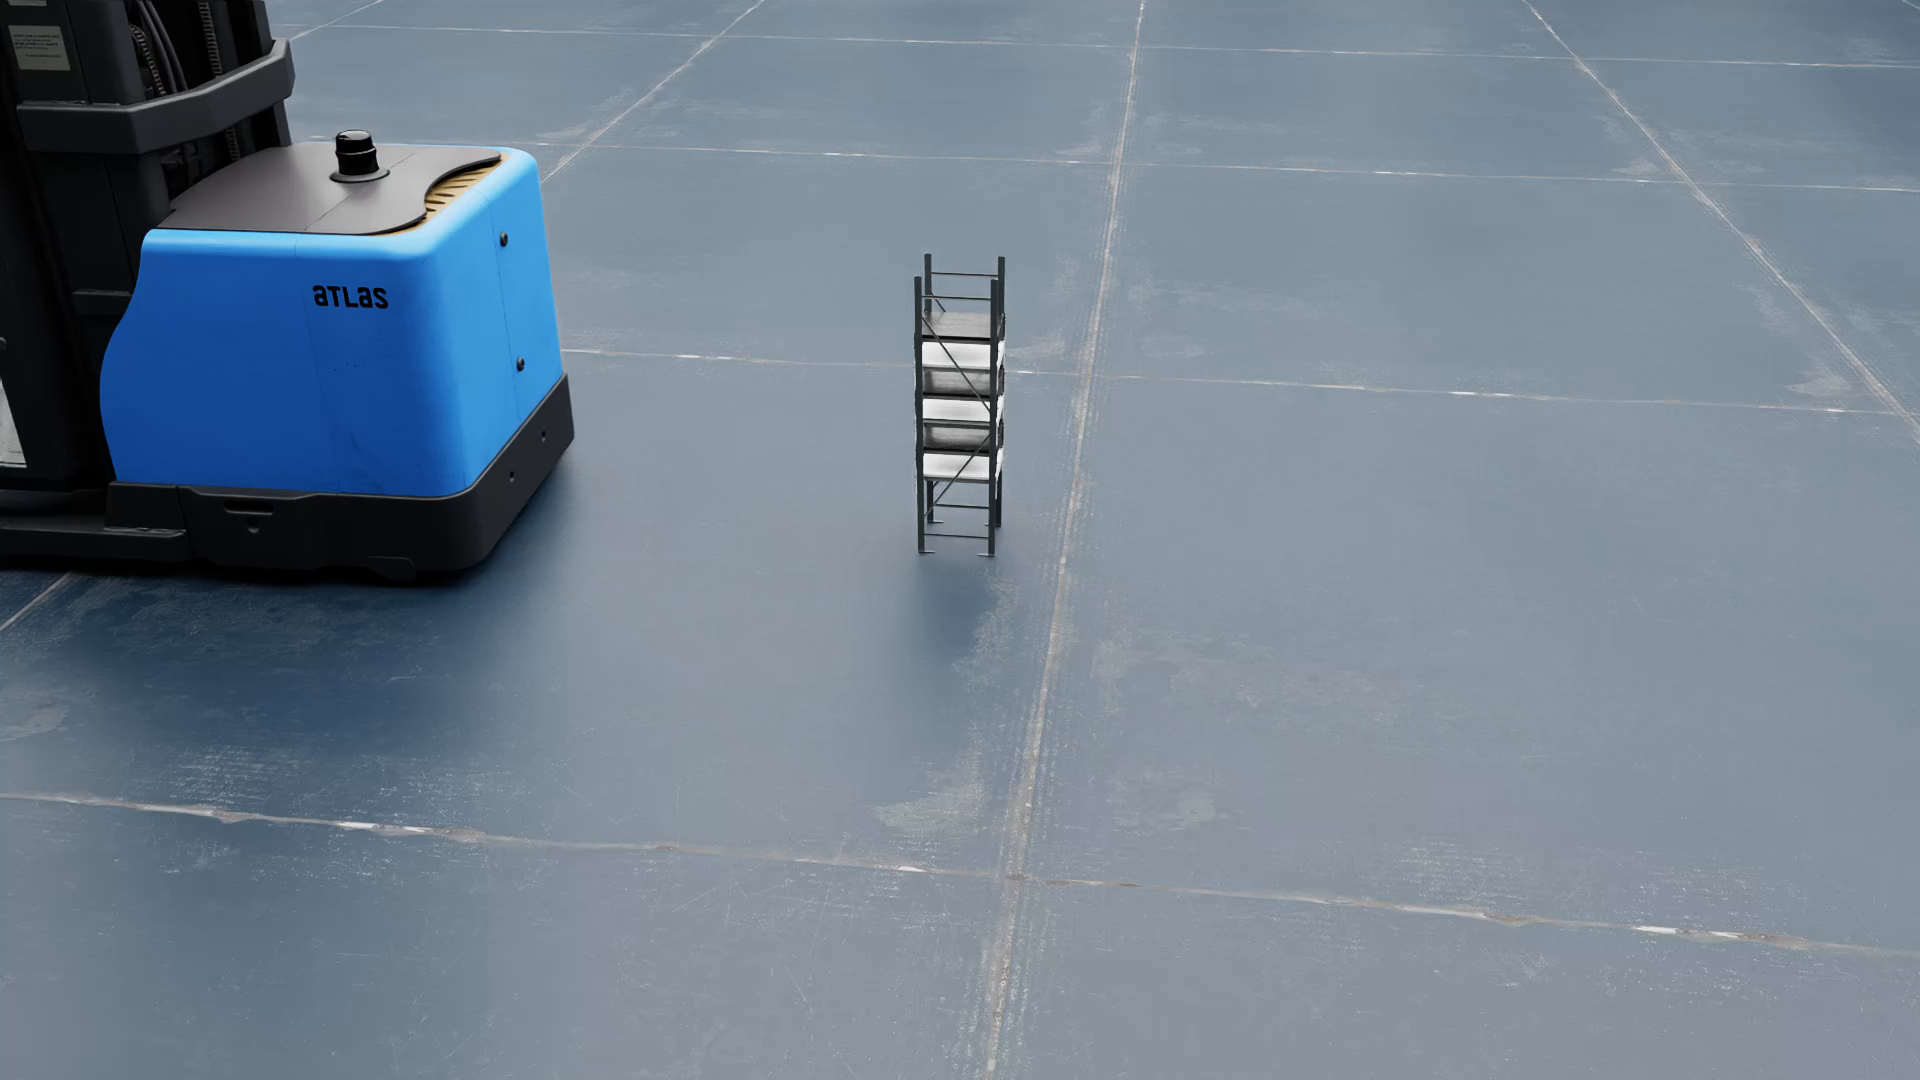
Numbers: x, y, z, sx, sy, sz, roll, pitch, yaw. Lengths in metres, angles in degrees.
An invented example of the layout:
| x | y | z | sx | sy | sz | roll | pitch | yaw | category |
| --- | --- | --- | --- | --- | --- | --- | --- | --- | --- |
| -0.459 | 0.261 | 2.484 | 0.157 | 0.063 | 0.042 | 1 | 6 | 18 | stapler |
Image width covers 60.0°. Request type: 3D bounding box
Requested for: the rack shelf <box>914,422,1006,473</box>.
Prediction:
| x | y | z | sx | sy | sz | roll | pitch | yaw | category |
| --- | --- | --- | --- | --- | --- | --- | --- | --- | --- |
| 0.001 | -0.291 | 5.102 | 0.258 | 0.077 | 0.200 | 3 | 28 | 6 | rack shelf |

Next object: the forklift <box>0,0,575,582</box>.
| x | y | z | sx | sy | sz | roll | pitch | yaw | category |
| --- | --- | --- | --- | --- | --- | --- | --- | --- | --- |
| -2.885 | -1.453 | 4.856 | 3.031 | 2.935 | 1.130 | 3 | 28 | 5 | forklift |

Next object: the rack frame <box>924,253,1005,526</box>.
| x | y | z | sx | sy | sz | roll | pitch | yaw | category |
| --- | --- | --- | --- | --- | --- | --- | --- | --- | --- |
| 0.013 | -0.448 | 5.132 | 0.240 | 0.900 | 0.006 | 3 | 28 | 6 | rack frame |

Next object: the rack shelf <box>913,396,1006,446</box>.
| x | y | z | sx | sy | sz | roll | pitch | yaw | category |
| --- | --- | --- | --- | --- | --- | --- | --- | --- | --- |
| 0.001 | -0.371 | 5.059 | 0.258 | 0.077 | 0.200 | 3 | 28 | 6 | rack shelf |

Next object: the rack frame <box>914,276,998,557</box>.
| x | y | z | sx | sy | sz | roll | pitch | yaw | category |
| --- | --- | --- | --- | --- | --- | --- | --- | --- | --- |
| -0.011 | -0.352 | 4.955 | 0.240 | 0.900 | 0.006 | 3 | 28 | 6 | rack frame |

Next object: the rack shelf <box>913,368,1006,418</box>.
| x | y | z | sx | sy | sz | roll | pitch | yaw | category |
| --- | --- | --- | --- | --- | --- | --- | --- | --- | --- |
| 0.001 | -0.450 | 5.017 | 0.258 | 0.077 | 0.200 | 3 | 28 | 6 | rack shelf |

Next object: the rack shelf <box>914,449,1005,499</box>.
| x | y | z | sx | sy | sz | roll | pitch | yaw | category |
| --- | --- | --- | --- | --- | --- | --- | --- | --- | --- |
| 0.001 | -0.212 | 5.145 | 0.258 | 0.077 | 0.200 | 3 | 28 | 6 | rack shelf |

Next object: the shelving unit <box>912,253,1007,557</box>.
| x | y | z | sx | sy | sz | roll | pitch | yaw | category |
| --- | --- | --- | --- | --- | --- | --- | --- | --- | --- |
| 0.001 | -0.400 | 5.044 | 0.258 | 0.900 | 0.210 | 3 | 28 | 6 | shelving unit |

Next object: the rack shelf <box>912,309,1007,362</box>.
| x | y | z | sx | sy | sz | roll | pitch | yaw | category |
| --- | --- | --- | --- | --- | --- | --- | --- | --- | --- |
| 0.001 | -0.608 | 4.931 | 0.258 | 0.077 | 0.200 | 3 | 28 | 6 | rack shelf |

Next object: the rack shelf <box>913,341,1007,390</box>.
| x | y | z | sx | sy | sz | roll | pitch | yaw | category |
| --- | --- | --- | --- | --- | --- | --- | --- | --- | --- |
| 0.001 | -0.529 | 4.974 | 0.258 | 0.077 | 0.200 | 3 | 28 | 6 | rack shelf |
